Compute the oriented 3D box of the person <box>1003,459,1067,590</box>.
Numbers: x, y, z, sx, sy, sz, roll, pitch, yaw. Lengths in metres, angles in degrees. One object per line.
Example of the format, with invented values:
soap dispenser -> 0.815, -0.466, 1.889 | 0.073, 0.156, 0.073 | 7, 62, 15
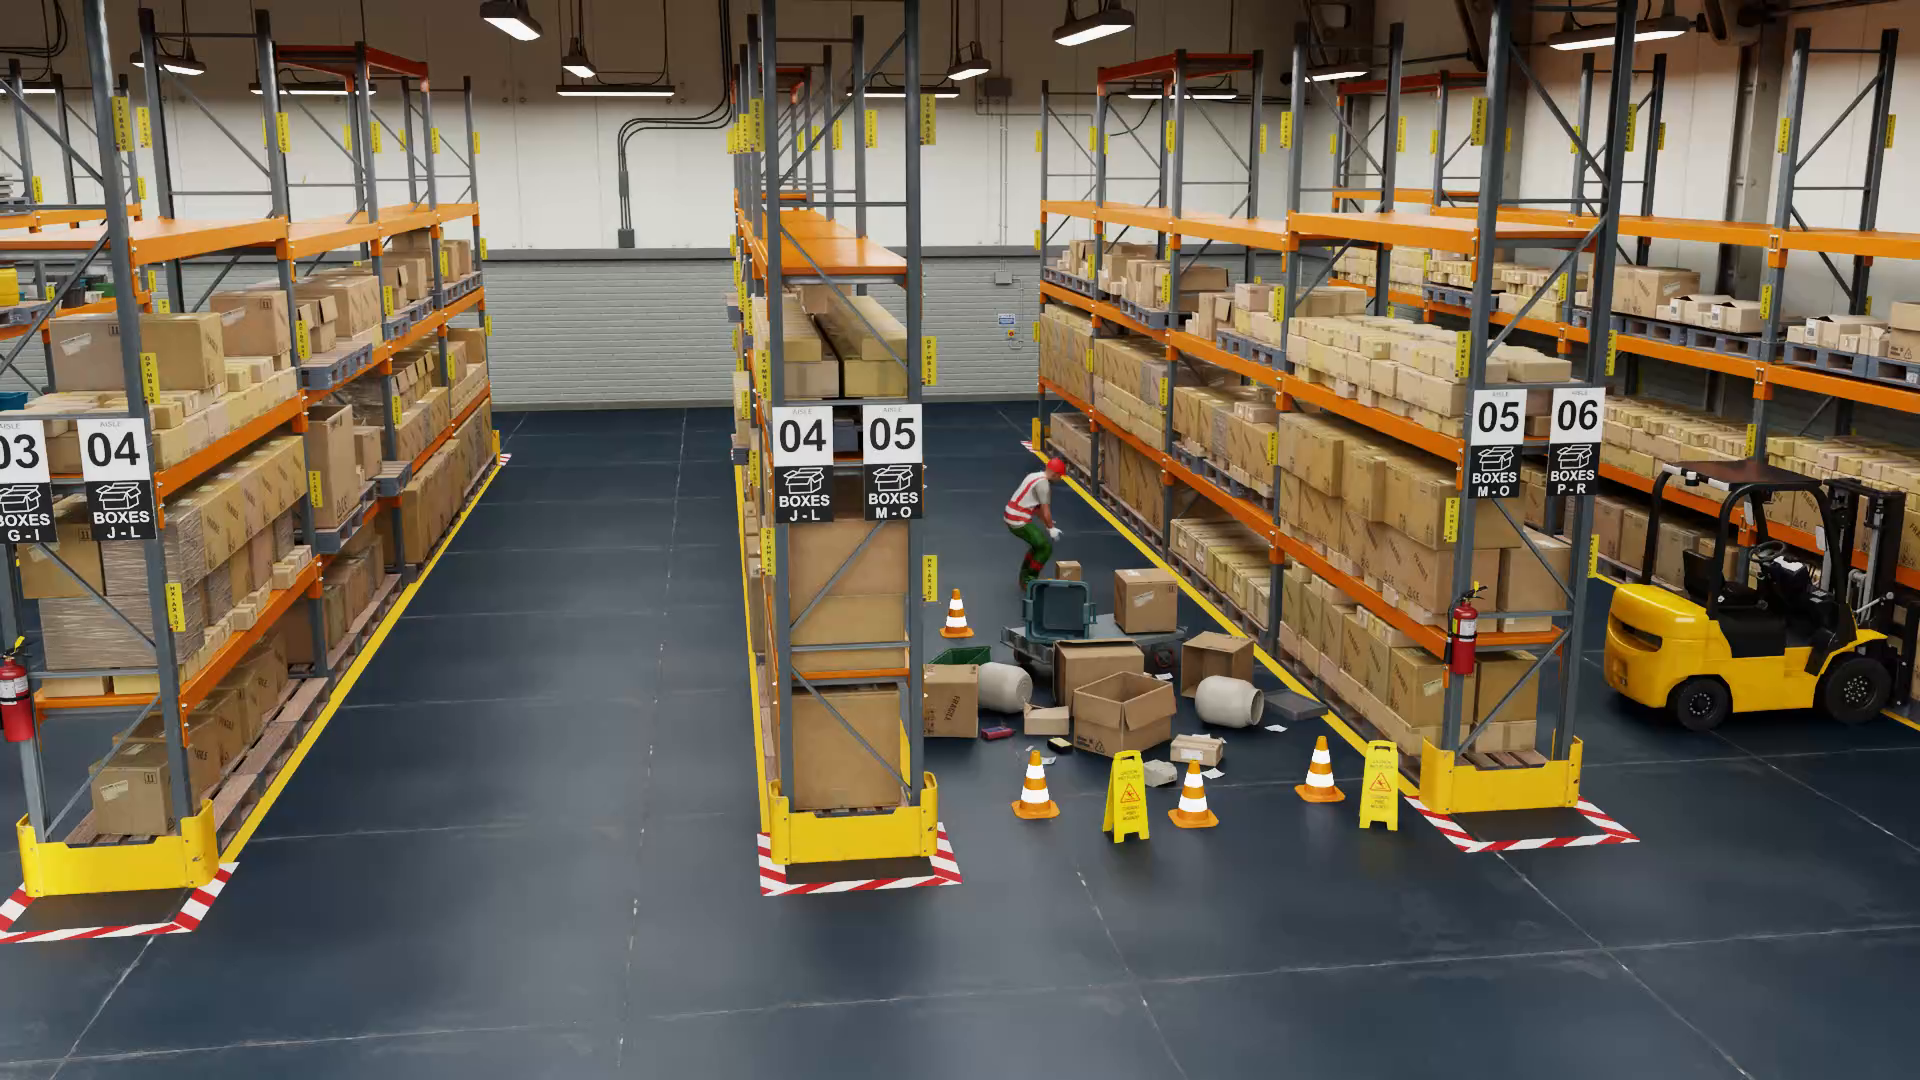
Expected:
person -> 0.859, -0.197, 18.987 | 0.731, 1.471, 0.580 | -2, 13, -8
